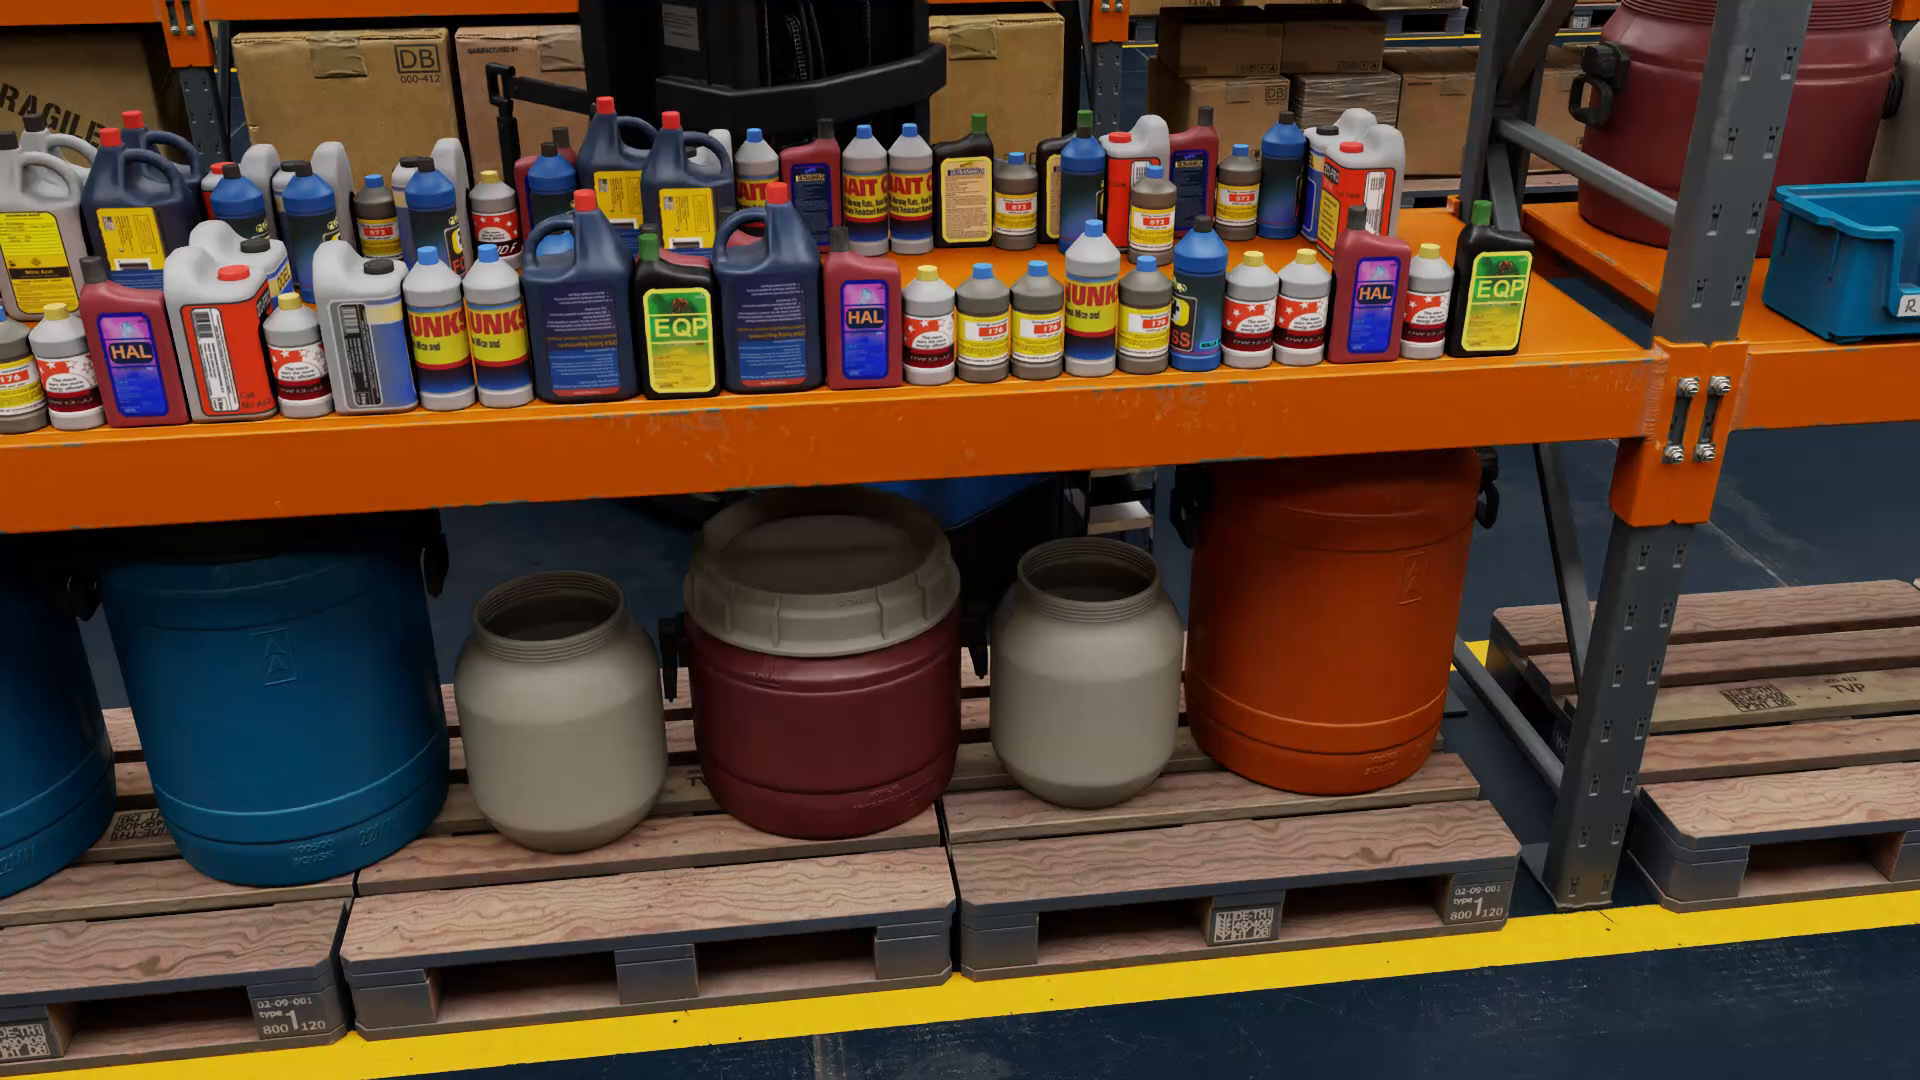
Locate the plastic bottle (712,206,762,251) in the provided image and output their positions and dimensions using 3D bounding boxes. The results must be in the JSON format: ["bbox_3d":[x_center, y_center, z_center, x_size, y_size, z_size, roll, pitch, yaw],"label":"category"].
[{"bbox_3d":[-0.372,-0.456,2.980,0.133,0.283,0.061,-4,27,-7],"label":"plastic bottle"}]

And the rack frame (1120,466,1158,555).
[{"bbox_3d":[0.526,-0.281,4.812,0.006,0.900,0.240,-7,28,-14],"label":"rack frame"}]

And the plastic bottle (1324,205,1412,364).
[{"bbox_3d":[0.735,-0.460,2.989,0.133,0.283,0.061,-4,27,-7],"label":"plastic bottle"}]

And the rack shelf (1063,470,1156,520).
[{"bbox_3d":[0.428,-0.159,4.843,0.200,0.077,0.258,-7,28,-14],"label":"rack shelf"}]

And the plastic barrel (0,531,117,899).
[{"bbox_3d":[-2.115,0.229,3.357,0.708,0.901,0.600,-4,27,-7],"label":"plastic barrel"}]

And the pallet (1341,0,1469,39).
[{"bbox_3d":[3.231,-4.164,13.134,1.213,0.211,1.003,-4,27,-7],"label":"pallet"}]

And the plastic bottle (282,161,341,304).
[{"bbox_3d":[-1.281,-0.614,3.301,0.097,0.271,0.097,0,27,0],"label":"plastic bottle"}]

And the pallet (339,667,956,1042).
[{"bbox_3d":[-0.676,0.640,3.771,1.213,0.211,1.003,-4,27,-7],"label":"pallet"}]

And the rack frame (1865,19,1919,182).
[{"bbox_3d":[4.575,-3.239,8.277,0.127,3.000,1.000,-4,27,-7],"label":"rack frame"}]

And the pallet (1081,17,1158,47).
[{"bbox_3d":[0.815,-4.009,12.831,1.213,0.211,1.003,-4,27,-7],"label":"pallet"}]

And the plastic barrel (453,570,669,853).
[{"bbox_3d":[-0.843,0.362,3.525,0.421,0.512,0.421,0,27,0],"label":"plastic barrel"}]

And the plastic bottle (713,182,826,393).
[{"bbox_3d":[-0.332,-0.441,2.878,0.185,0.351,0.144,-4,27,-7],"label":"plastic bottle"}]

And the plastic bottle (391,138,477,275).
[{"bbox_3d":[-1.087,-0.686,3.436,0.135,0.276,0.152,-4,27,-7],"label":"plastic bottle"}]

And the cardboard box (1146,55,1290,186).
[{"bbox_3d":[1.275,-2.120,8.352,0.500,0.500,0.700,-5,28,-10],"label":"cardboard box"}]

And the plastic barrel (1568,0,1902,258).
[{"bbox_3d":[1.722,-0.972,3.710,0.708,0.536,0.600,-4,27,-7],"label":"plastic barrel"}]

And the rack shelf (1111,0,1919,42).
[{"bbox_3d":[2.595,-2.792,8.193,4.000,0.370,1.077,-4,27,-7],"label":"rack shelf"}]

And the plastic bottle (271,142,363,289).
[{"bbox_3d":[-1.317,-0.671,3.408,0.135,0.276,0.152,-4,27,-7],"label":"plastic bottle"}]

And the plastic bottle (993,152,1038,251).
[{"bbox_3d":[0.122,-0.743,3.629,0.097,0.201,0.097,0,27,0],"label":"plastic bottle"}]

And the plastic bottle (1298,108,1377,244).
[{"bbox_3d":[0.831,-0.809,3.676,0.135,0.276,0.152,-4,27,-7],"label":"plastic bottle"}]

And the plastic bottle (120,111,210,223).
[{"bbox_3d":[-1.609,-0.687,3.358,0.185,0.351,0.144,-4,27,-7],"label":"plastic bottle"}]

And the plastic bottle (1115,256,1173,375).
[{"bbox_3d":[0.329,-0.406,2.973,0.097,0.201,0.097,0,27,0],"label":"plastic bottle"}]

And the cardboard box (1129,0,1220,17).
[{"bbox_3d":[1.504,-4.474,12.688,0.750,0.750,1.050,-3,27,-6],"label":"cardboard box"}]

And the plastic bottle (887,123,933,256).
[{"bbox_3d":[-0.106,-0.759,3.585,0.097,0.271,0.097,0,27,0],"label":"plastic bottle"}]

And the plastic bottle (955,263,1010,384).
[{"bbox_3d":[0.040,-0.388,2.937,0.097,0.201,0.097,0,27,0],"label":"plastic bottle"}]

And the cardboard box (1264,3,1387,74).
[{"bbox_3d":[1.798,-2.496,8.264,0.500,0.250,0.500,-1,27,-1],"label":"cardboard box"}]

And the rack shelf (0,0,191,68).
[{"bbox_3d":[-5.327,-2.283,7.201,4.000,0.370,1.077,-4,27,-7],"label":"rack shelf"}]

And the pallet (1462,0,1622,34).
[{"bbox_3d":[4.748,-4.260,13.321,1.213,0.211,1.003,-4,27,-7],"label":"pallet"}]

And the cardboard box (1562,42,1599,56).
[{"bbox_3d":[3.490,-2.271,8.647,0.500,0.500,0.700,-4,27,-7],"label":"cardboard box"}]

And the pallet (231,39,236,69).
[{"bbox_3d":[-4.598,-3.679,12.189,1.213,0.211,1.003,-4,27,-7],"label":"pallet"}]

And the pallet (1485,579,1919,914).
[{"bbox_3d":[2.077,0.464,4.115,1.213,0.211,1.003,-4,27,-7],"label":"pallet"}]

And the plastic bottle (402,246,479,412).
[{"bbox_3d":[-0.880,-0.360,2.806,0.097,0.271,0.097,0,27,0],"label":"plastic bottle"}]

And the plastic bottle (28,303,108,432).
[{"bbox_3d":[-1.471,-0.290,2.748,0.097,0.201,0.097,0,27,0],"label":"plastic bottle"}]

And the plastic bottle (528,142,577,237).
[{"bbox_3d":[-0.836,-0.684,3.439,0.097,0.271,0.097,0,27,0],"label":"plastic bottle"}]

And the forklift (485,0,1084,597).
[{"bbox_3d":[-0.898,-1.655,5.265,3.031,2.935,1.130,21,34,34],"label":"forklift"}]

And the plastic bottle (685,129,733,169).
[{"bbox_3d":[-0.542,-0.721,3.505,0.135,0.276,0.152,-4,27,-7],"label":"plastic bottle"}]

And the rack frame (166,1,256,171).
[{"bbox_3d":[-3.347,-2.730,7.285,0.127,3.000,1.000,-4,27,-7],"label":"rack frame"}]

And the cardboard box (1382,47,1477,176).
[{"bbox_3d":[2.383,-2.200,8.508,0.500,0.500,0.700,-1,27,-3],"label":"cardboard box"}]

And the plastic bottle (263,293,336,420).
[{"bbox_3d":[-1.109,-0.314,2.793,0.097,0.201,0.097,0,27,0],"label":"plastic bottle"}]

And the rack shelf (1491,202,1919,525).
[{"bbox_3d":[3.285,-0.553,3.829,4.000,0.370,1.077,-4,27,-7],"label":"rack shelf"}]

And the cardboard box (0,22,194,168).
[{"bbox_3d":[-4.011,-1.966,7.663,0.875,0.875,0.875,-4,27,-7],"label":"cardboard box"}]

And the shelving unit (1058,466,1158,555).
[{"bbox_3d":[0.428,-0.268,4.787,0.210,0.900,0.258,-7,28,-14],"label":"shelving unit"}]

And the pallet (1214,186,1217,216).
[{"bbox_3d":[1.389,-1.793,8.513,1.213,0.211,1.003,-4,27,-7],"label":"pallet"}]

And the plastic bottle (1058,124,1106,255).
[{"bbox_3d":[0.263,-0.755,3.576,0.097,0.271,0.097,0,27,0],"label":"plastic bottle"}]

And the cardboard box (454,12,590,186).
[{"bbox_3d":[-1.831,-2.079,7.883,0.875,0.875,1.225,-5,28,-9],"label":"cardboard box"}]

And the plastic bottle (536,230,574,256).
[{"bbox_3d":[-0.707,-0.437,2.957,0.097,0.271,0.097,0,27,0],"label":"plastic bottle"}]

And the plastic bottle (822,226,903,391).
[{"bbox_3d":[-0.168,-0.402,2.876,0.133,0.283,0.061,-4,27,-7],"label":"plastic bottle"}]

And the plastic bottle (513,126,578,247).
[{"bbox_3d":[-0.864,-0.724,3.504,0.133,0.283,0.061,-4,27,-7],"label":"plastic bottle"}]

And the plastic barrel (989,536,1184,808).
[{"bbox_3d":[0.276,0.290,3.665,0.421,0.512,0.421,0,27,0],"label":"plastic barrel"}]

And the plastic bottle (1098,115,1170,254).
[{"bbox_3d":[0.373,-0.779,3.619,0.135,0.276,0.152,-4,27,-7],"label":"plastic bottle"}]

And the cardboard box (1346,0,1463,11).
[{"bbox_3d":[3.382,-4.593,12.920,0.750,0.750,1.050,-4,27,-7],"label":"cardboard box"}]

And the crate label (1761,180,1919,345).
[{"bbox_3d":[1.774,-0.528,3.177,0.416,0.233,0.303,-4,27,-7],"label":"crate label"}]

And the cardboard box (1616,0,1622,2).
[{"bbox_3d":[5.509,-4.796,13.180,0.875,0.875,0.875,-3,27,-7],"label":"cardboard box"}]

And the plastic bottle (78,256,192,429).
[{"bbox_3d":[-1.354,-0.326,2.727,0.133,0.283,0.061,-4,27,-7],"label":"plastic bottle"}]

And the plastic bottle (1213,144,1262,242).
[{"bbox_3d":[0.616,-0.774,3.691,0.097,0.201,0.097,0,27,0],"label":"plastic bottle"}]

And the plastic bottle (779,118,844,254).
[{"bbox_3d":[-0.320,-0.759,3.572,0.133,0.283,0.061,-4,27,-7],"label":"plastic bottle"}]

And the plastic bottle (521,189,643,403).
[{"bbox_3d":[-0.647,-0.421,2.838,0.185,0.351,0.144,-4,27,-7],"label":"plastic bottle"}]

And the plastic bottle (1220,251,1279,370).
[{"bbox_3d":[0.522,-0.418,2.997,0.097,0.201,0.097,0,27,0],"label":"plastic bottle"}]

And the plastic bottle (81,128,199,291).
[{"bbox_3d":[-1.589,-0.622,3.231,0.185,0.351,0.144,-4,27,-7],"label":"plastic bottle"}]

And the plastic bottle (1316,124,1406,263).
[{"bbox_3d":[0.852,-0.740,3.542,0.135,0.276,0.152,-4,27,-7],"label":"plastic bottle"}]

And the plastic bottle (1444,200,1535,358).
[{"bbox_3d":[0.963,-0.475,3.018,0.133,0.283,0.061,-4,27,-7],"label":"plastic bottle"}]
